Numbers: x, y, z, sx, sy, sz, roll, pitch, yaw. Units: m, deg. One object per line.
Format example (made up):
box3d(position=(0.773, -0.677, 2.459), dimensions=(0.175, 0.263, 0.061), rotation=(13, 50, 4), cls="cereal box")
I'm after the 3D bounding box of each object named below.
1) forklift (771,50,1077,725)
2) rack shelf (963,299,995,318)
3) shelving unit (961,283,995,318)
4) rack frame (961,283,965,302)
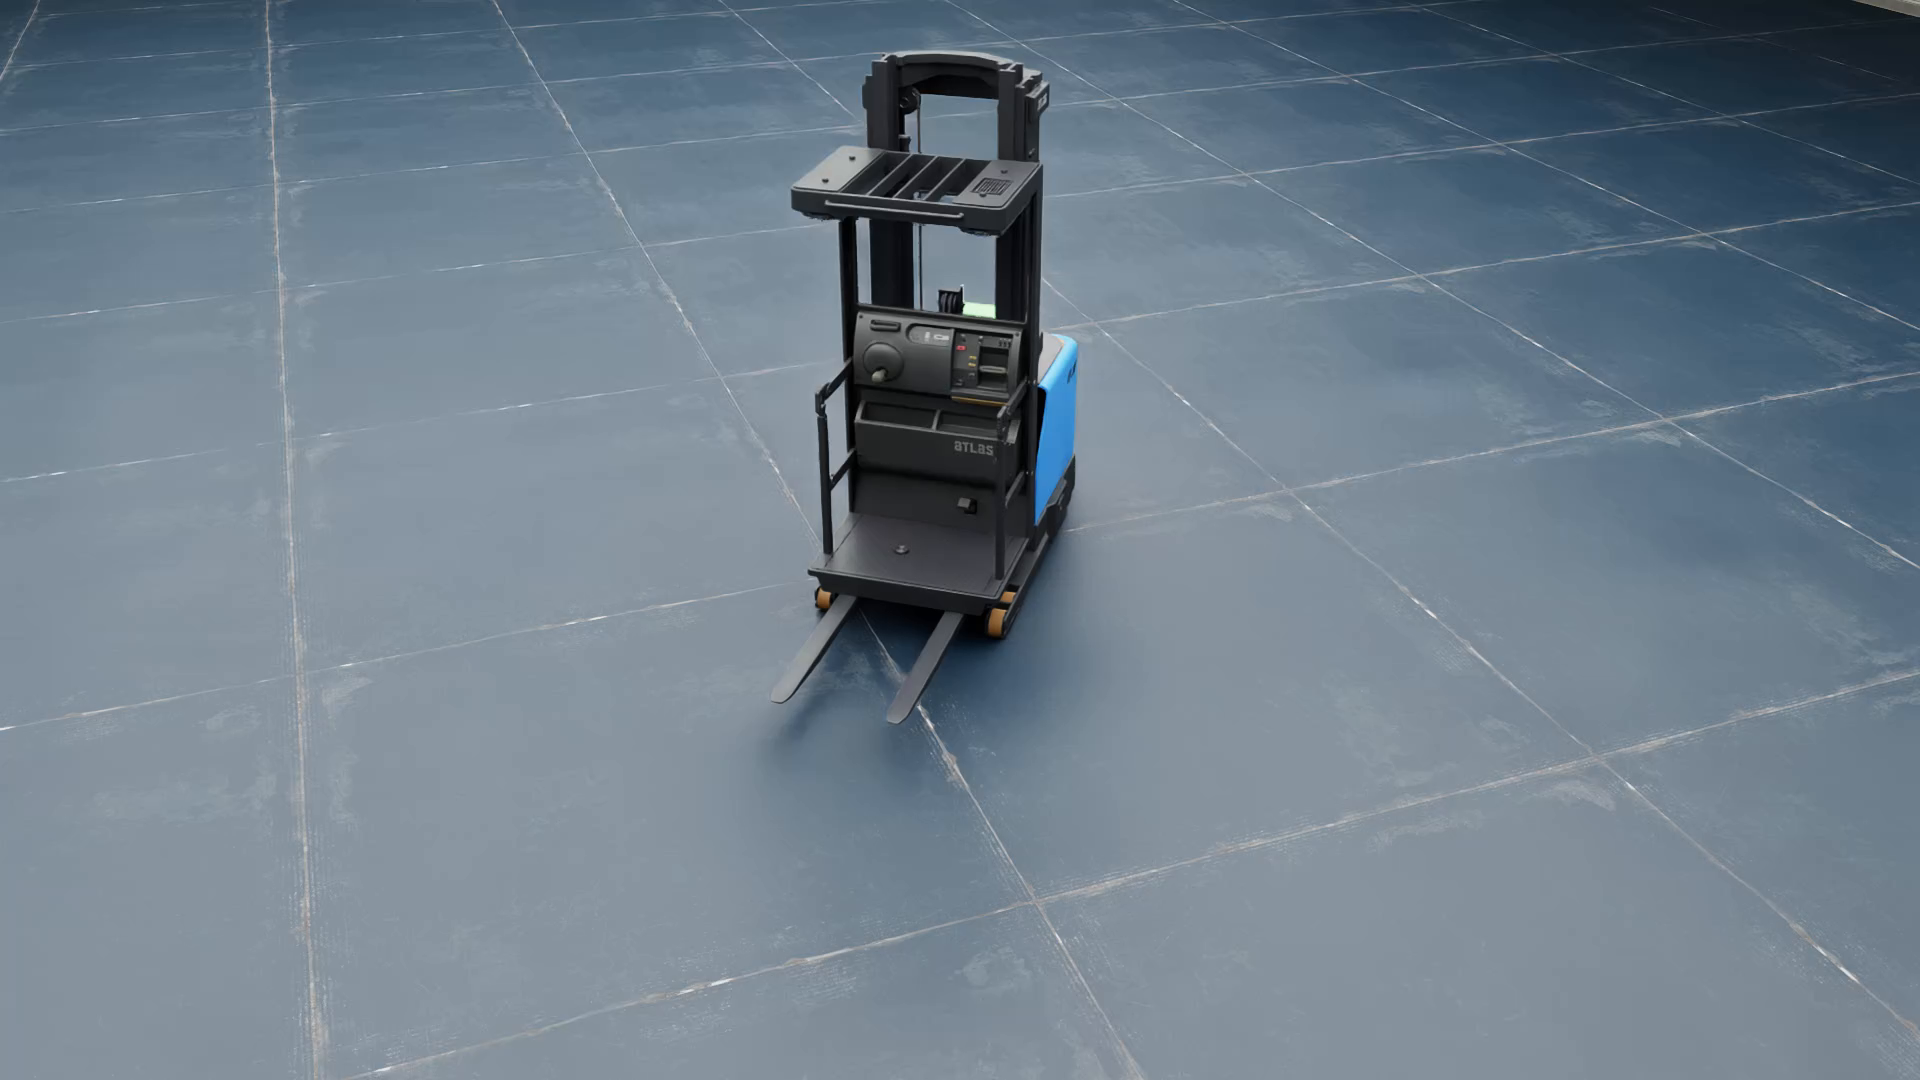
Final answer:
box3d(position=(-0.184, -0.951, 8.809), dimensions=(1.130, 2.935, 3.031), rotation=(8, 31, 14), cls="forklift")
box3d(position=(0.219, -1.377, 10.457), dimensions=(0.480, 0.148, 0.258), rotation=(9, 29, 15), cls="rack shelf")
box3d(position=(0.216, -1.010, 10.654), dimensions=(0.503, 1.200, 0.258), rotation=(9, 29, 15), cls="shelving unit")
box3d(position=(-0.018, -1.045, 10.715), dimensions=(0.015, 1.200, 0.240), rotation=(9, 29, 15), cls="rack frame")
